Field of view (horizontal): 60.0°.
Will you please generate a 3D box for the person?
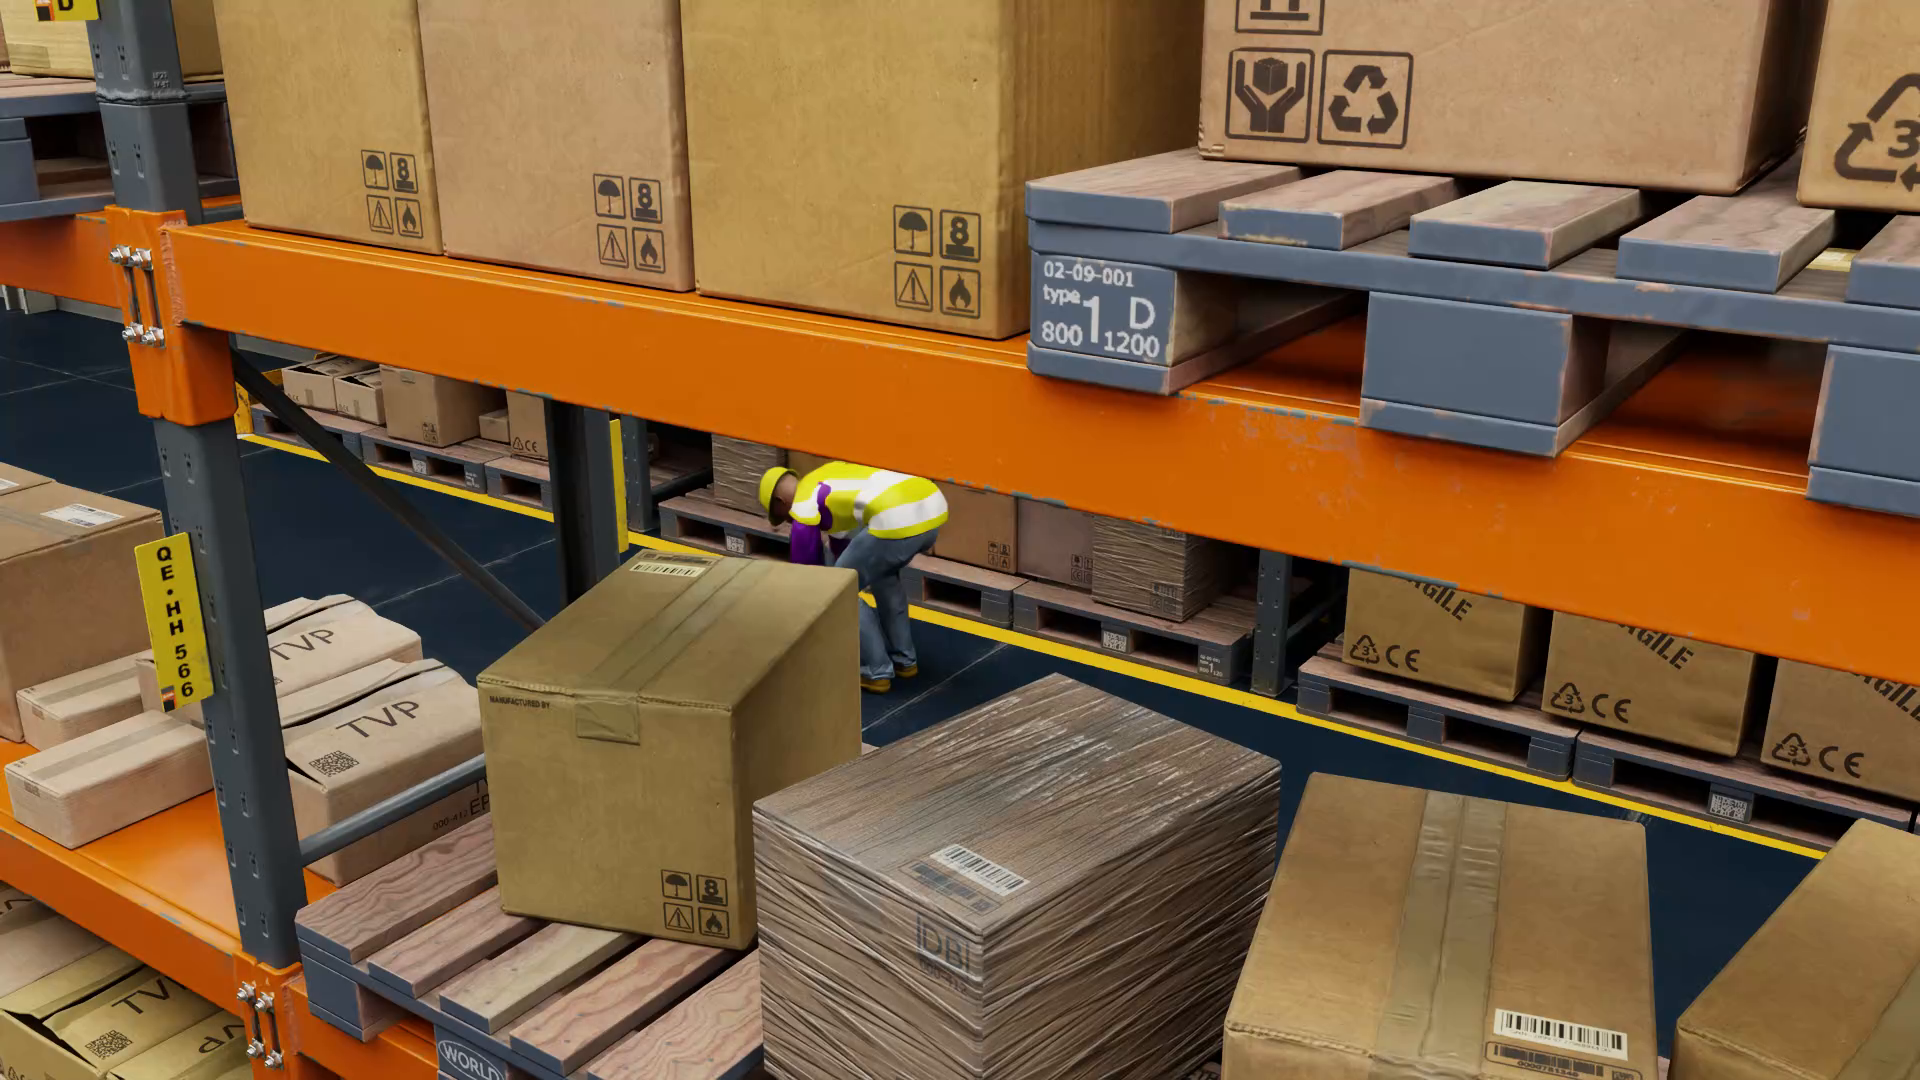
[{"bbox_3d":[-0.536,0.113,7.739,0.982,1.075,0.479,12,23,30],"label":"person"}]
